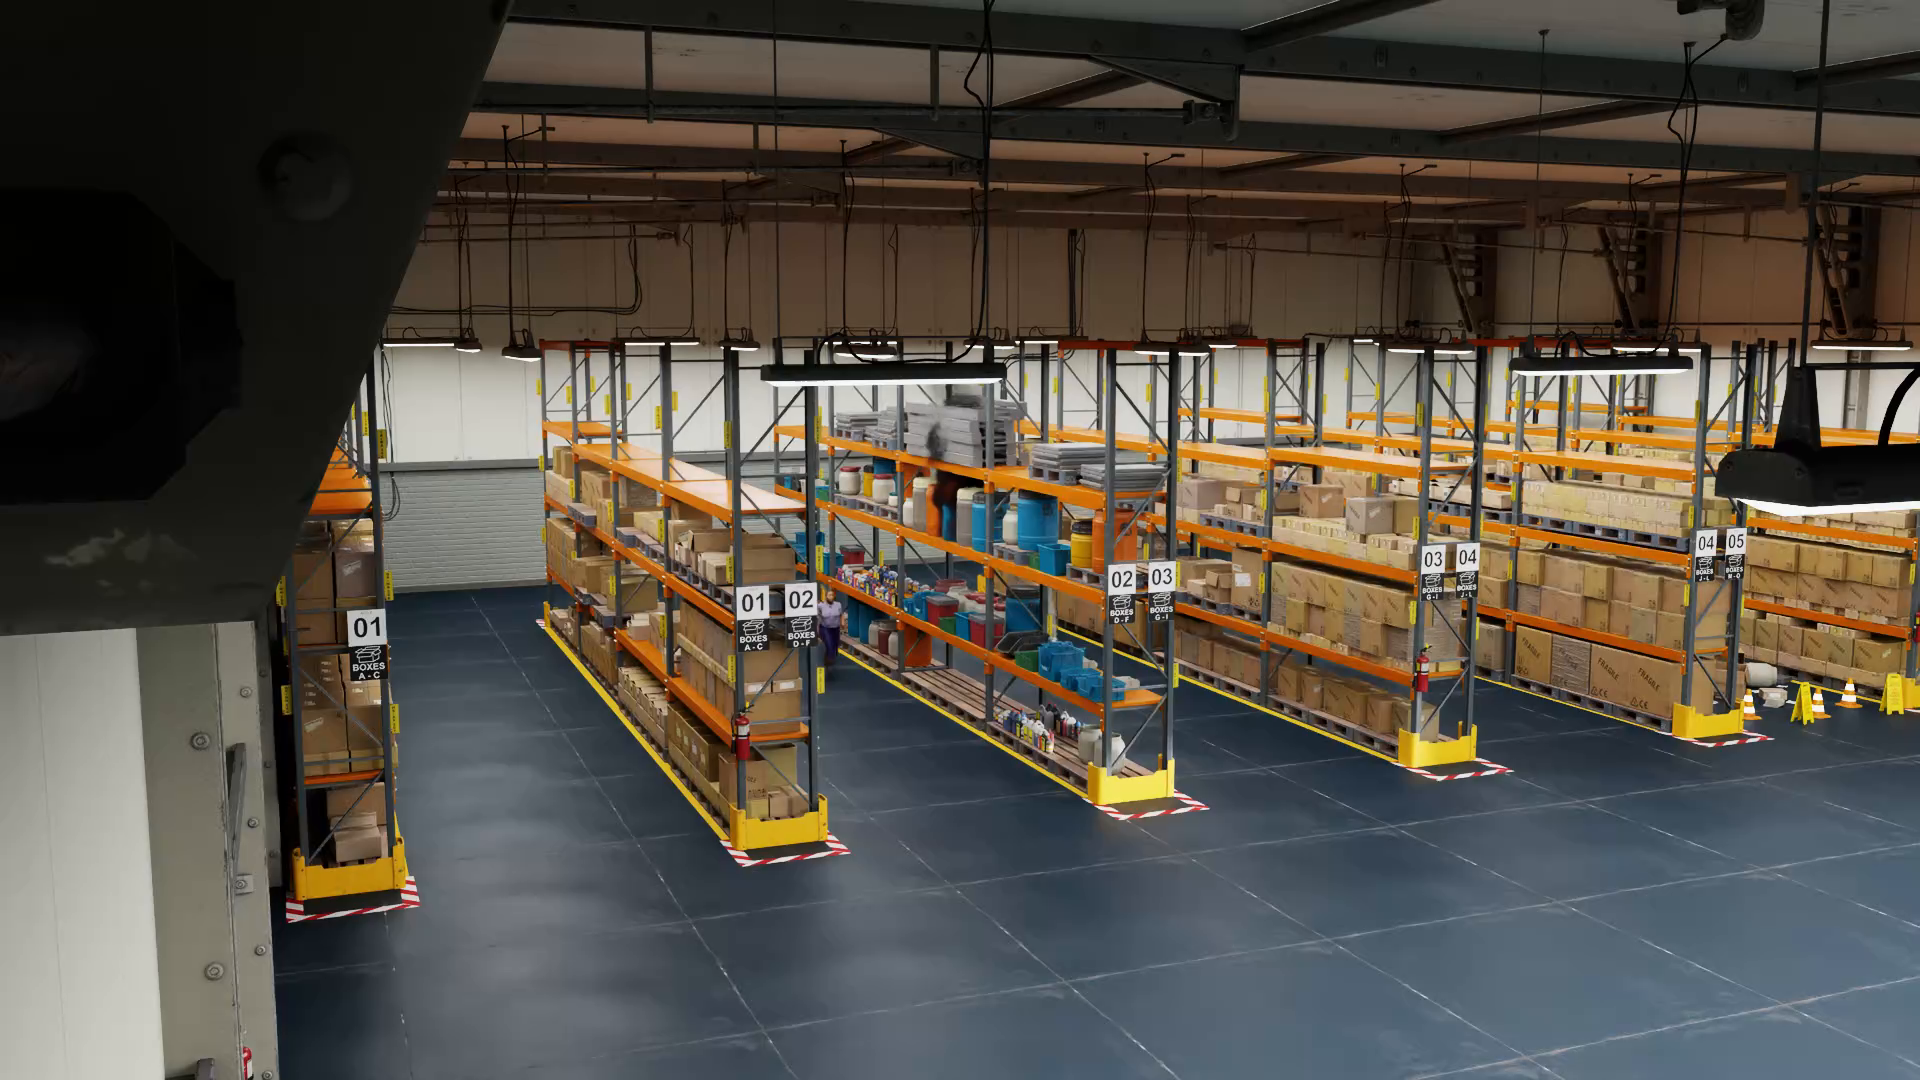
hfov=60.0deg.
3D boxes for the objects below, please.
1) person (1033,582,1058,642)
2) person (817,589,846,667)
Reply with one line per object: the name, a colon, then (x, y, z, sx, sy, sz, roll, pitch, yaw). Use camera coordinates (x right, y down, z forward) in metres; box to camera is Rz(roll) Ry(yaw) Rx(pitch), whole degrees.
person: (1.663, 1.177, 33.127, 0.560, 1.688, 0.904, -5, 9, -31)
person: (-2.365, 1.608, 29.862, 0.592, 1.496, 0.871, -3, 8, -24)
